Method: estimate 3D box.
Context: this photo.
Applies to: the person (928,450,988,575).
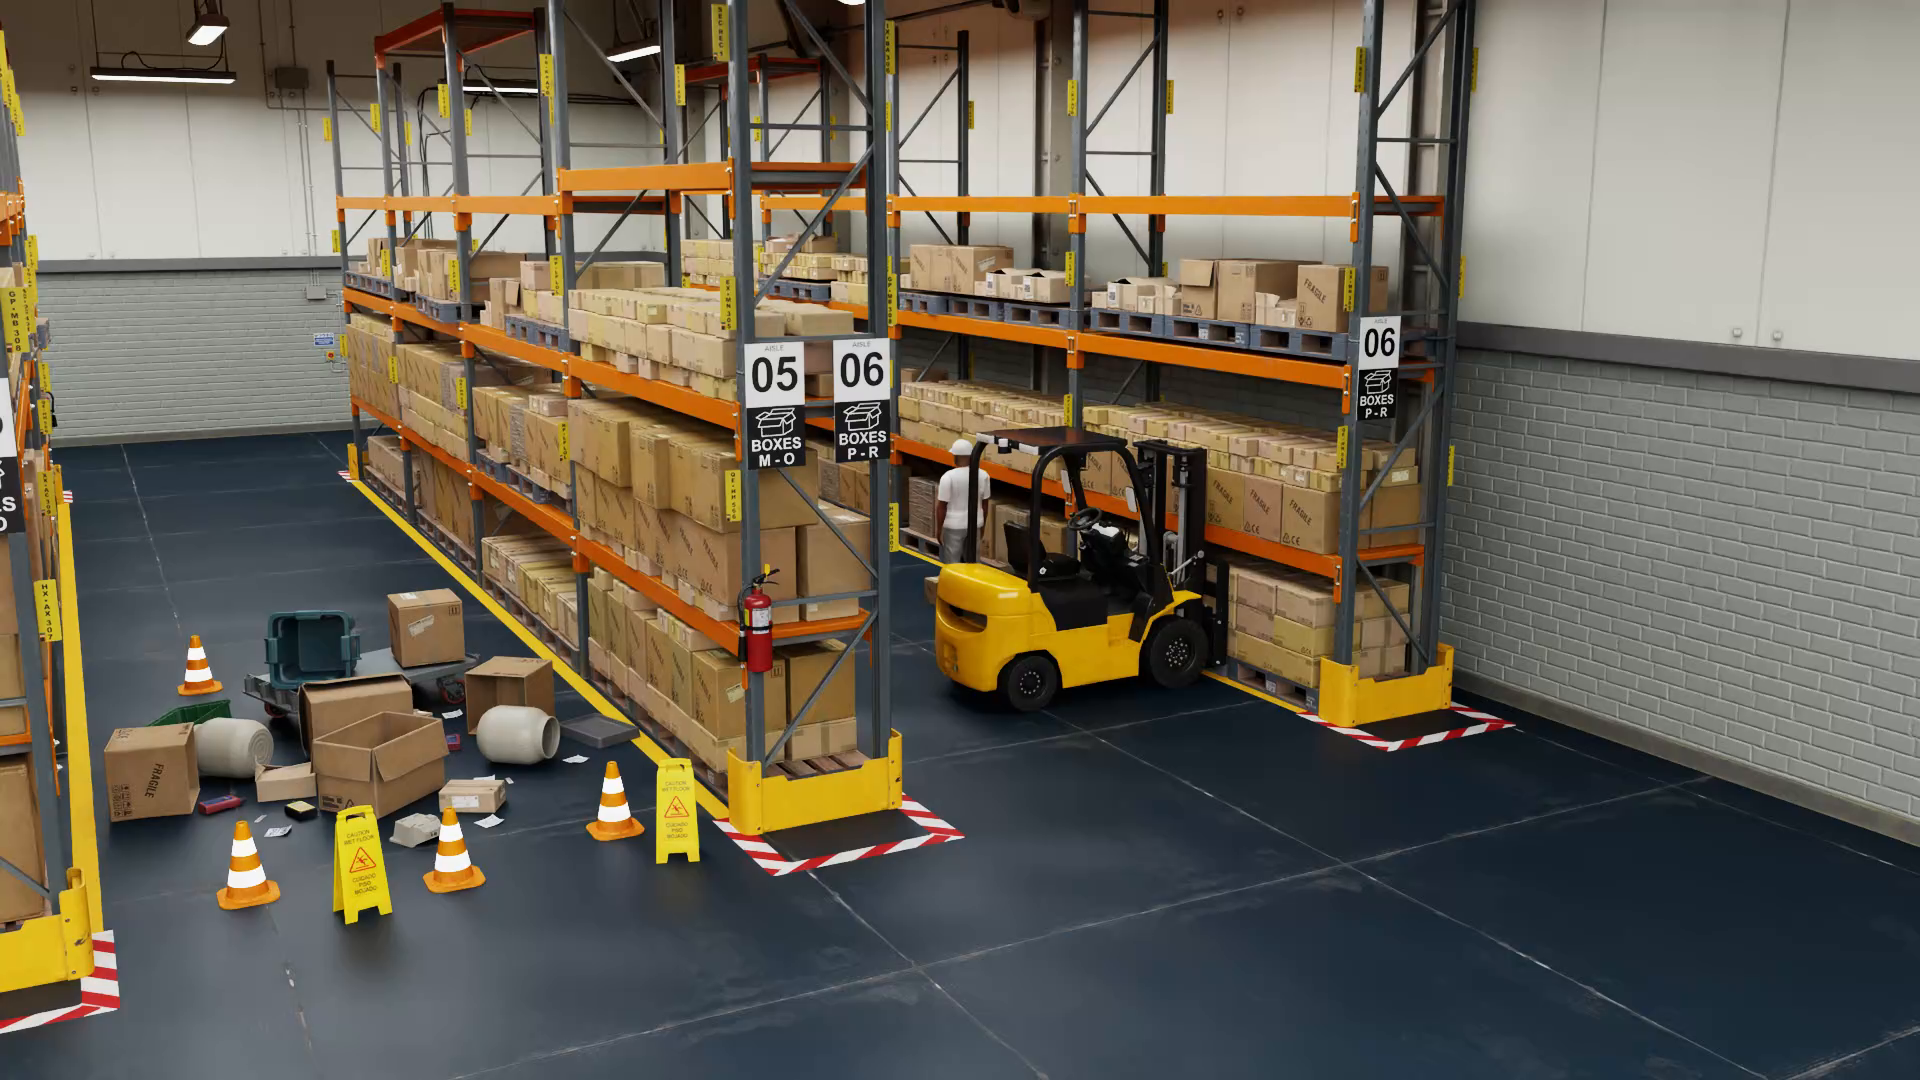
[{"bbox_3d":[-0.016,-0.067,16.558,0.613,1.633,0.575,-6,13,-25],"label":"person"}]
